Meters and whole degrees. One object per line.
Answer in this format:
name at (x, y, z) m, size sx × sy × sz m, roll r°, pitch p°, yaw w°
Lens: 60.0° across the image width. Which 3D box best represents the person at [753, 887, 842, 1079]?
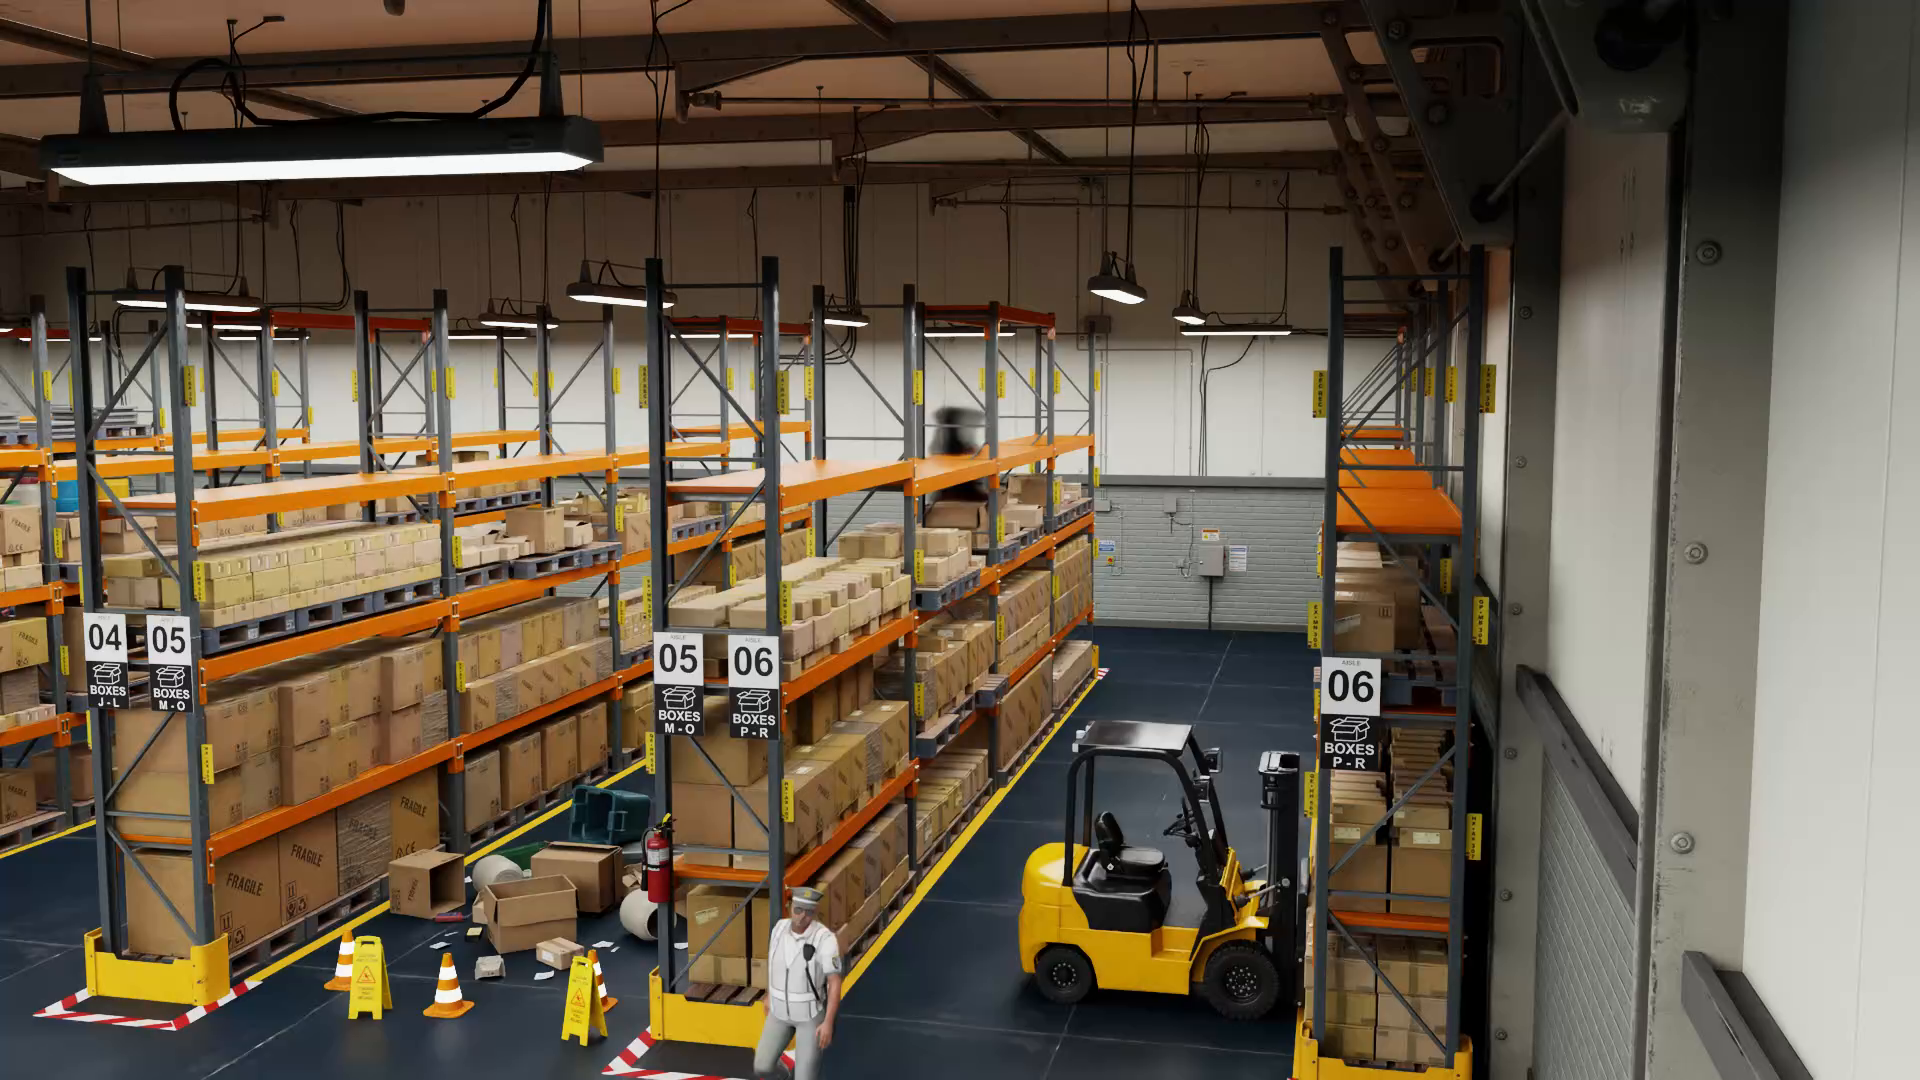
person at (-1.131, 3.162, 11.308) m, size 0.776 × 1.733 × 0.576 m, roll 2°, pitch 6°, yaw 19°
